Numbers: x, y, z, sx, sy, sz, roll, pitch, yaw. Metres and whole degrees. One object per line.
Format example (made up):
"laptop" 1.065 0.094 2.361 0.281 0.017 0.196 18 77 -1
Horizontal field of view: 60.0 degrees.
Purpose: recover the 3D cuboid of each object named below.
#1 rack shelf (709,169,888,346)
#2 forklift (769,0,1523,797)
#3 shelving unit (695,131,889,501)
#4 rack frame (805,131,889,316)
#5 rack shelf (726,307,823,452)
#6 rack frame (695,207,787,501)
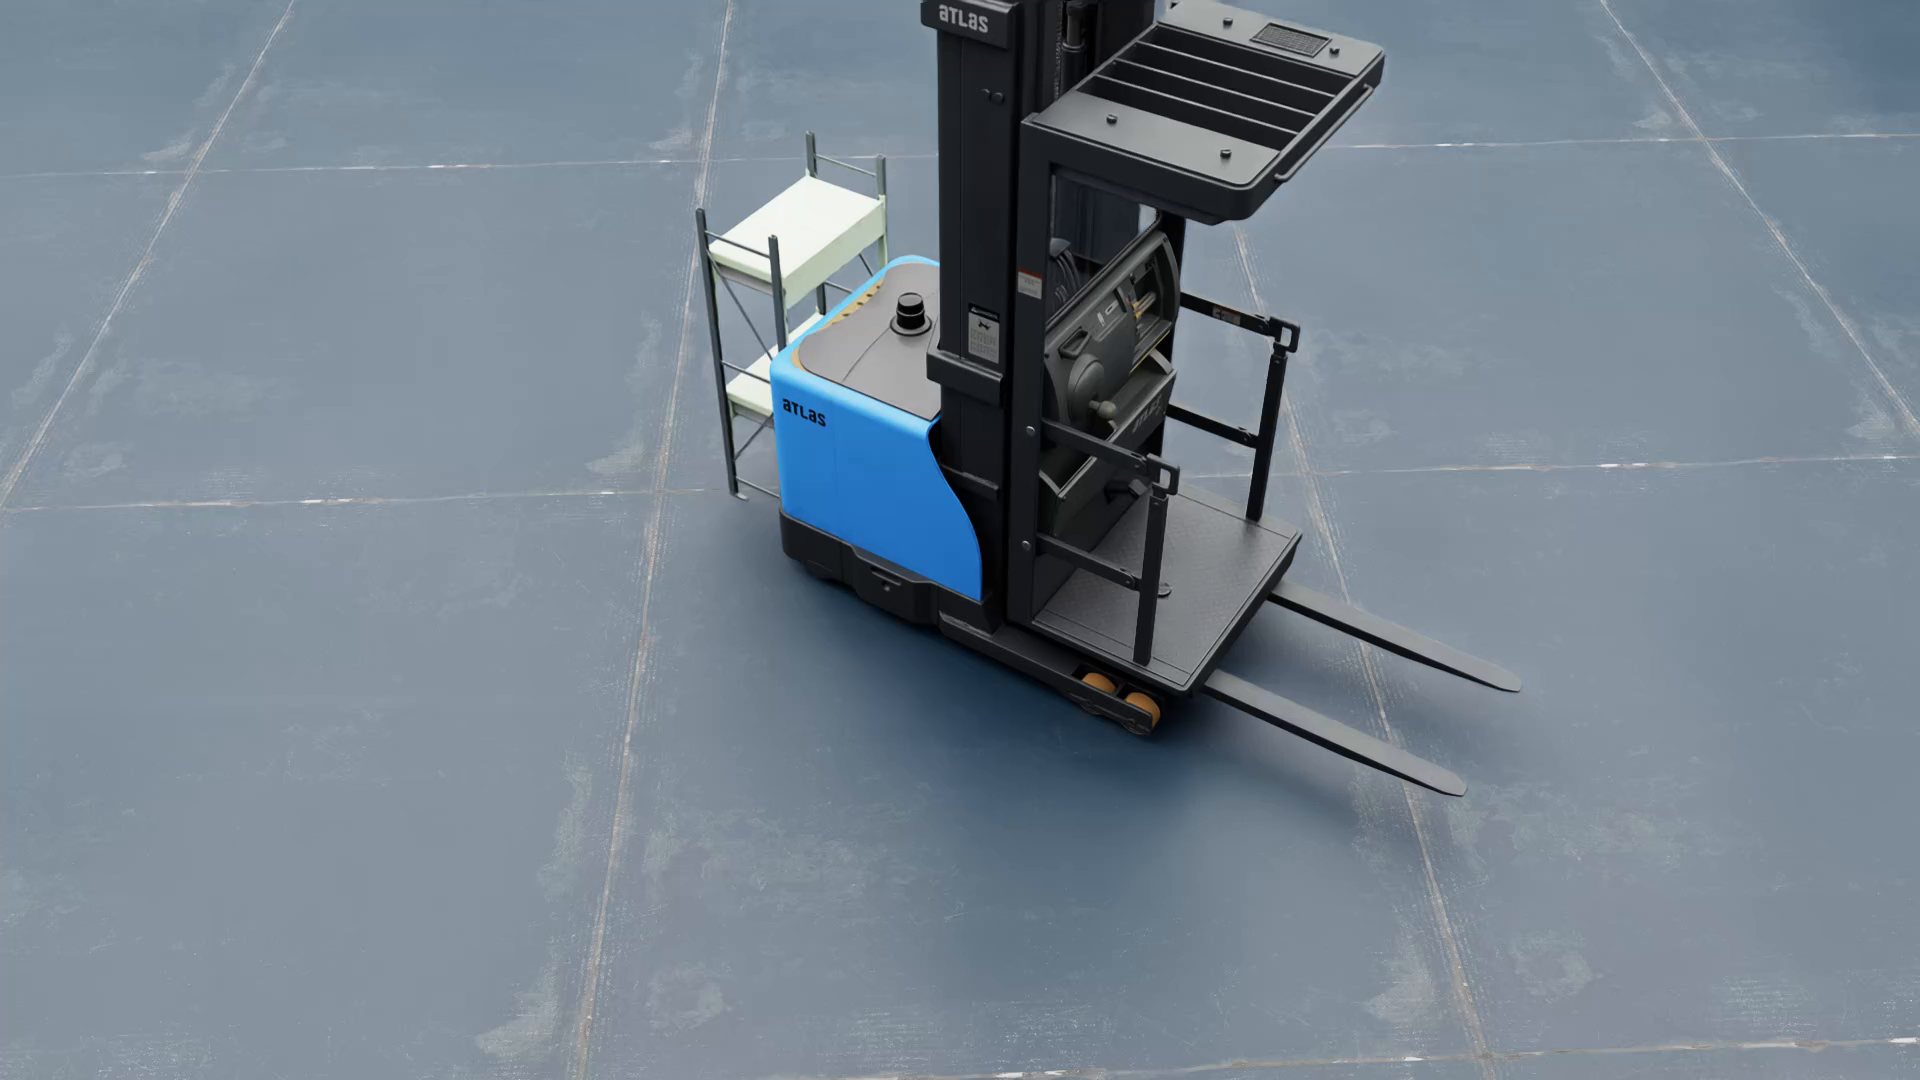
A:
"rack shelf" -0.683 -1.191 7.012 0.431 0.370 0.720 24 48 24
"forklift" 0.739 -0.727 6.023 3.031 2.935 1.130 24 48 24
"shelving unit" -0.683 -0.904 7.276 0.431 1.500 0.755 24 48 24
"rack frame" -0.484 -1.111 7.502 0.400 1.500 0.023 24 48 24
"rack shelf" -0.683 -0.663 7.496 0.431 0.370 0.720 24 48 24
"rack frame" -0.882 -0.696 7.049 0.400 1.500 0.023 24 48 24
